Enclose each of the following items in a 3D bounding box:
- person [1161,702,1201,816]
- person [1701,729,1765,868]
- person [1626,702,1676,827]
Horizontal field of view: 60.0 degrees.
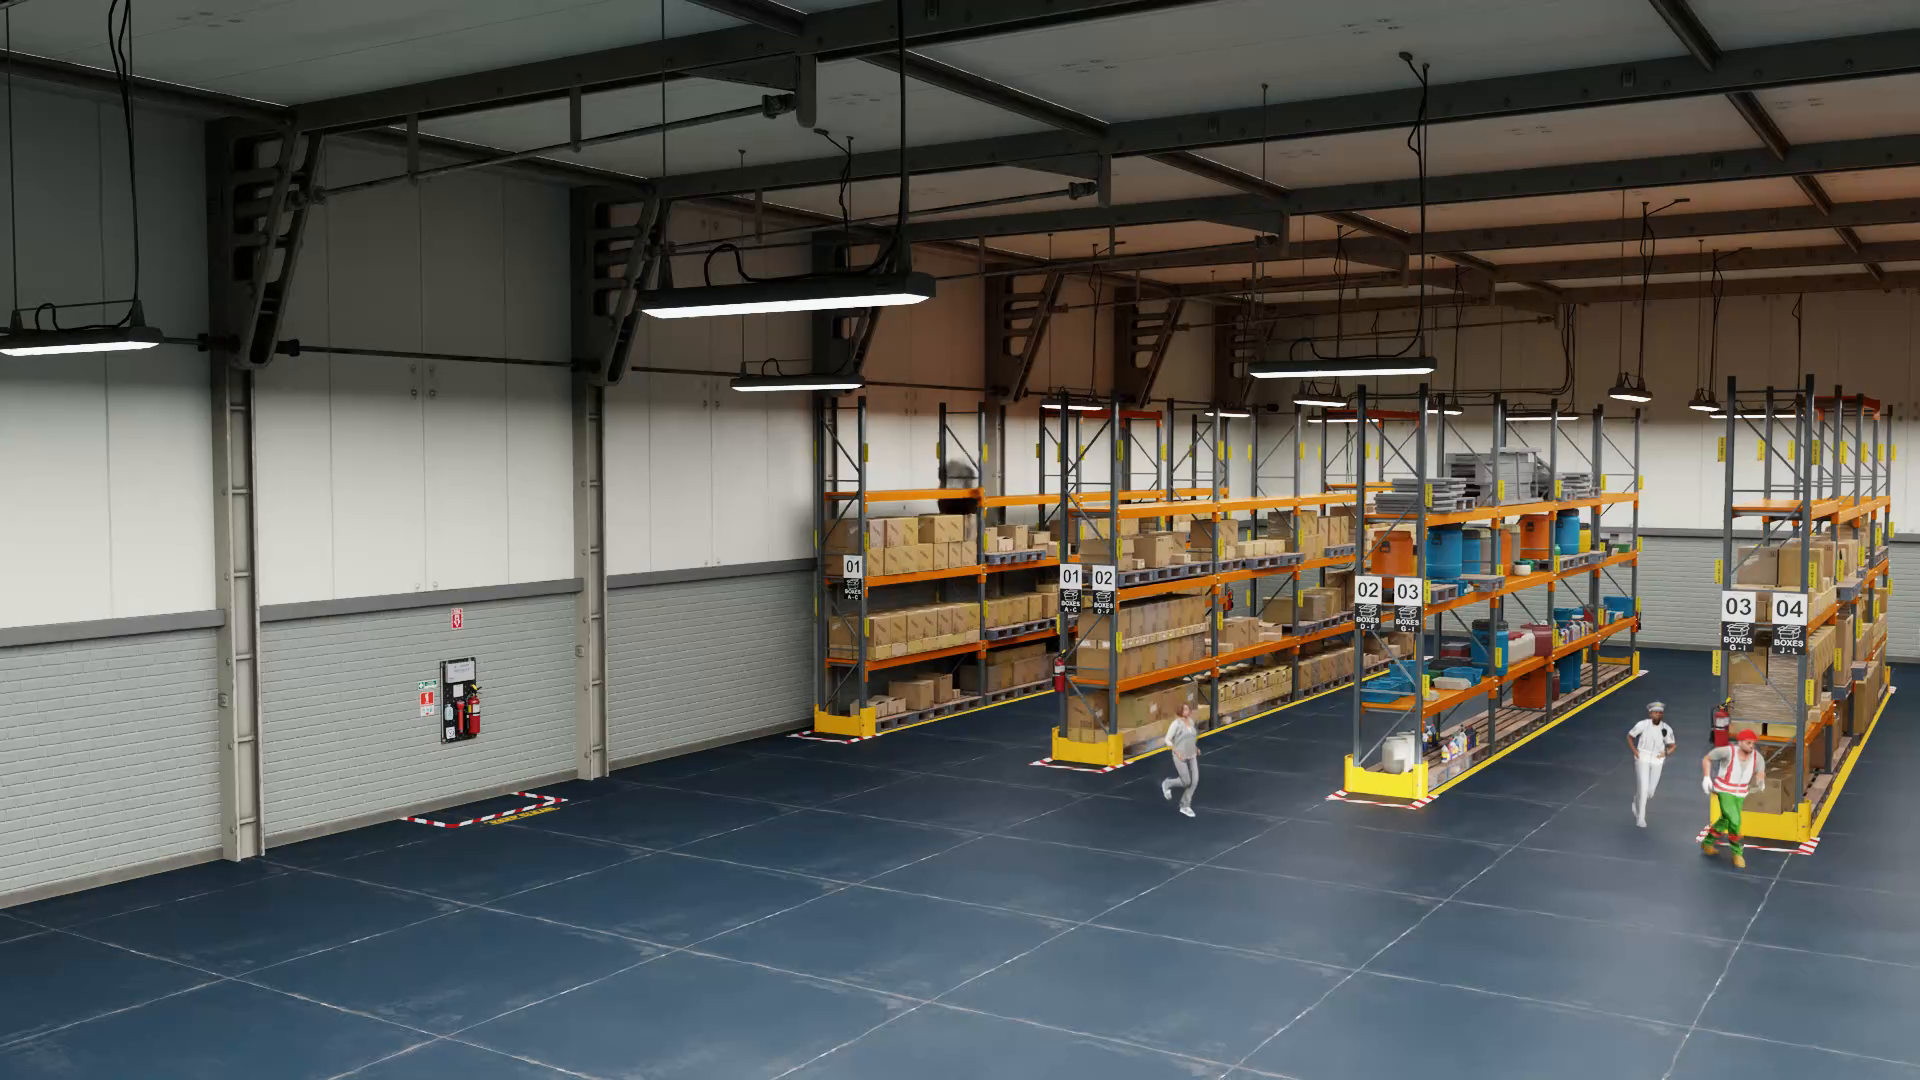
[{"bbox_3d":[3.077,3.023,23.110,0.542,1.563,0.587,-2,4,-35],"label":"person"},{"bbox_3d":[9.421,3.112,20.313,0.684,1.711,0.947,0,3,-8],"label":"person"},{"bbox_3d":[9.353,3.018,22.521,0.619,1.671,0.731,1,3,13],"label":"person"}]
